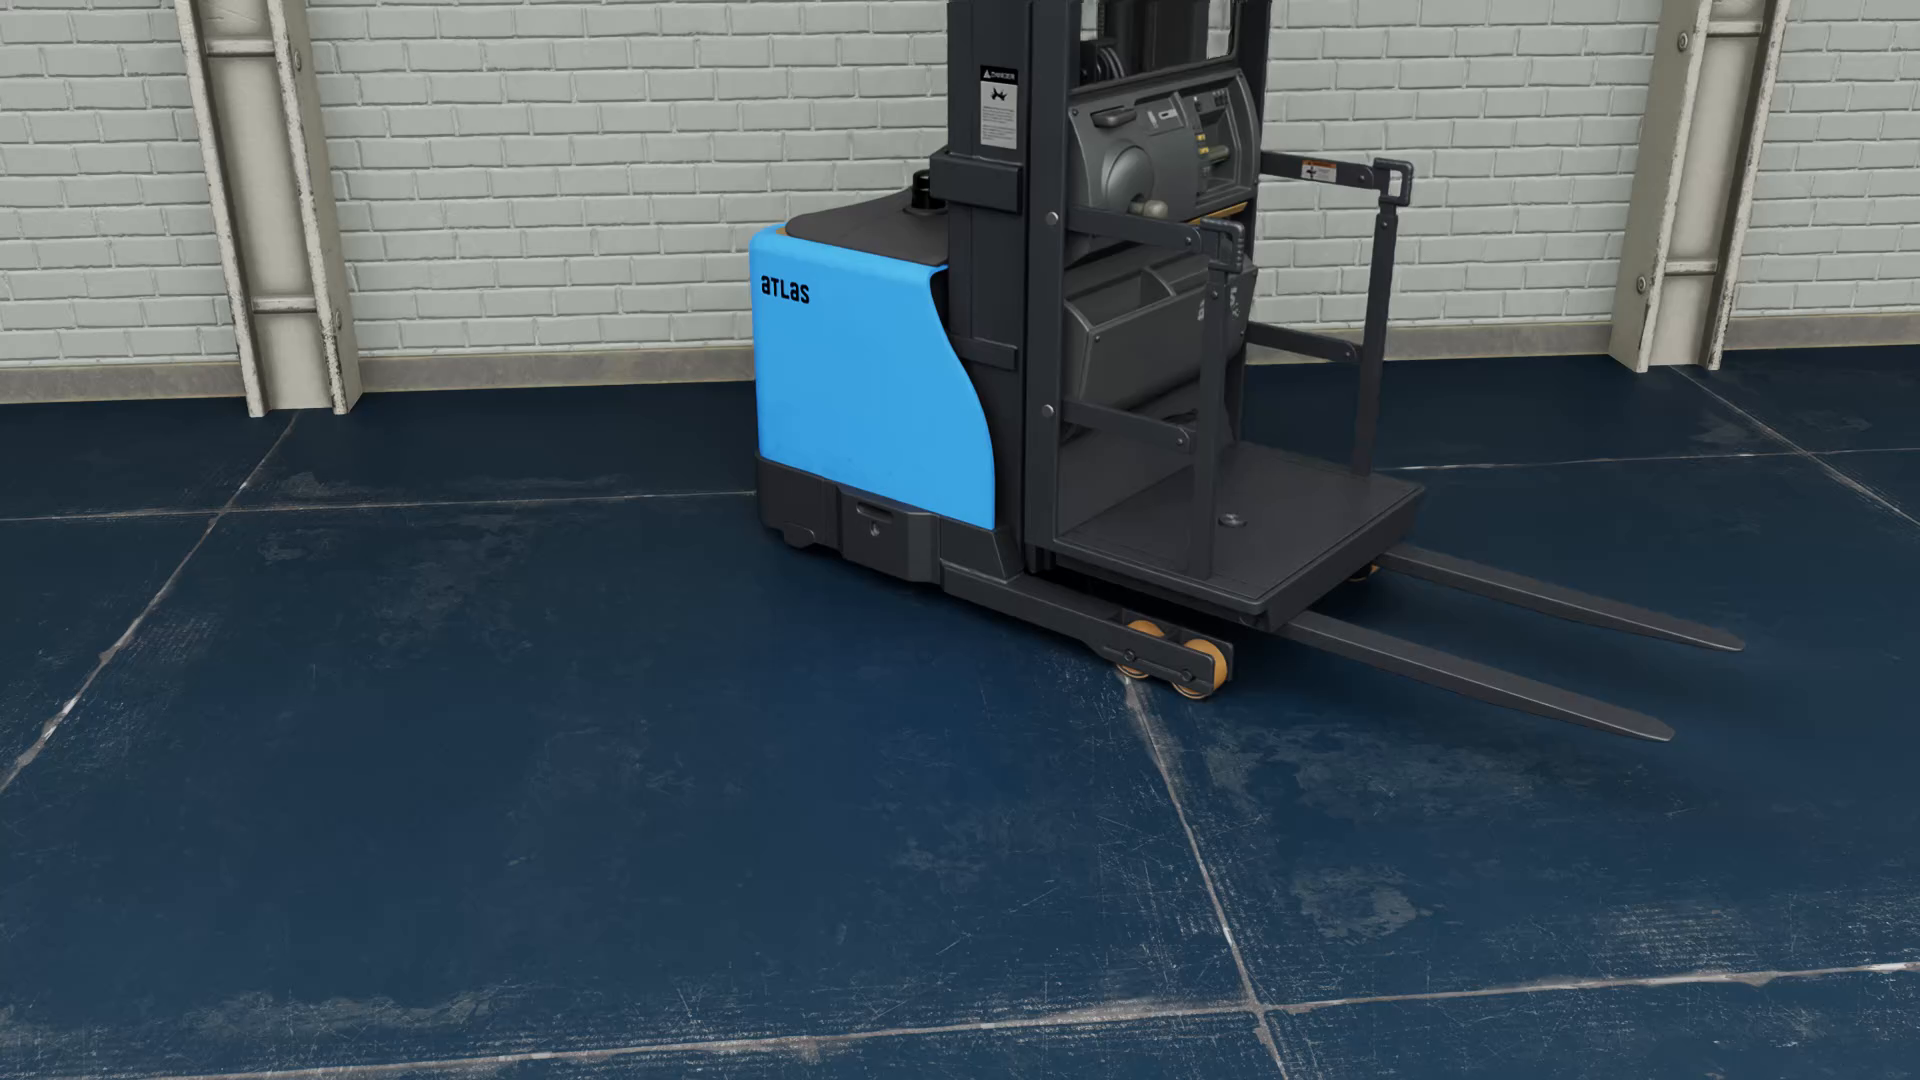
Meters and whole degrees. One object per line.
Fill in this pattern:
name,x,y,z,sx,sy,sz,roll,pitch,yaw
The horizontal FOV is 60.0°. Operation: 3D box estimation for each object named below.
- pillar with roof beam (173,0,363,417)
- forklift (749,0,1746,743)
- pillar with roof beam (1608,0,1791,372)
pillar with roof beam,-2.344,-2.953,1.313,0.400,9.000,9.100,-2,24,-5
forklift,0.768,-1.131,4.685,3.031,2.935,1.130,18,30,35
pillar with roof beam,3.627,-3.192,1.852,0.400,9.000,9.100,-2,24,-5
